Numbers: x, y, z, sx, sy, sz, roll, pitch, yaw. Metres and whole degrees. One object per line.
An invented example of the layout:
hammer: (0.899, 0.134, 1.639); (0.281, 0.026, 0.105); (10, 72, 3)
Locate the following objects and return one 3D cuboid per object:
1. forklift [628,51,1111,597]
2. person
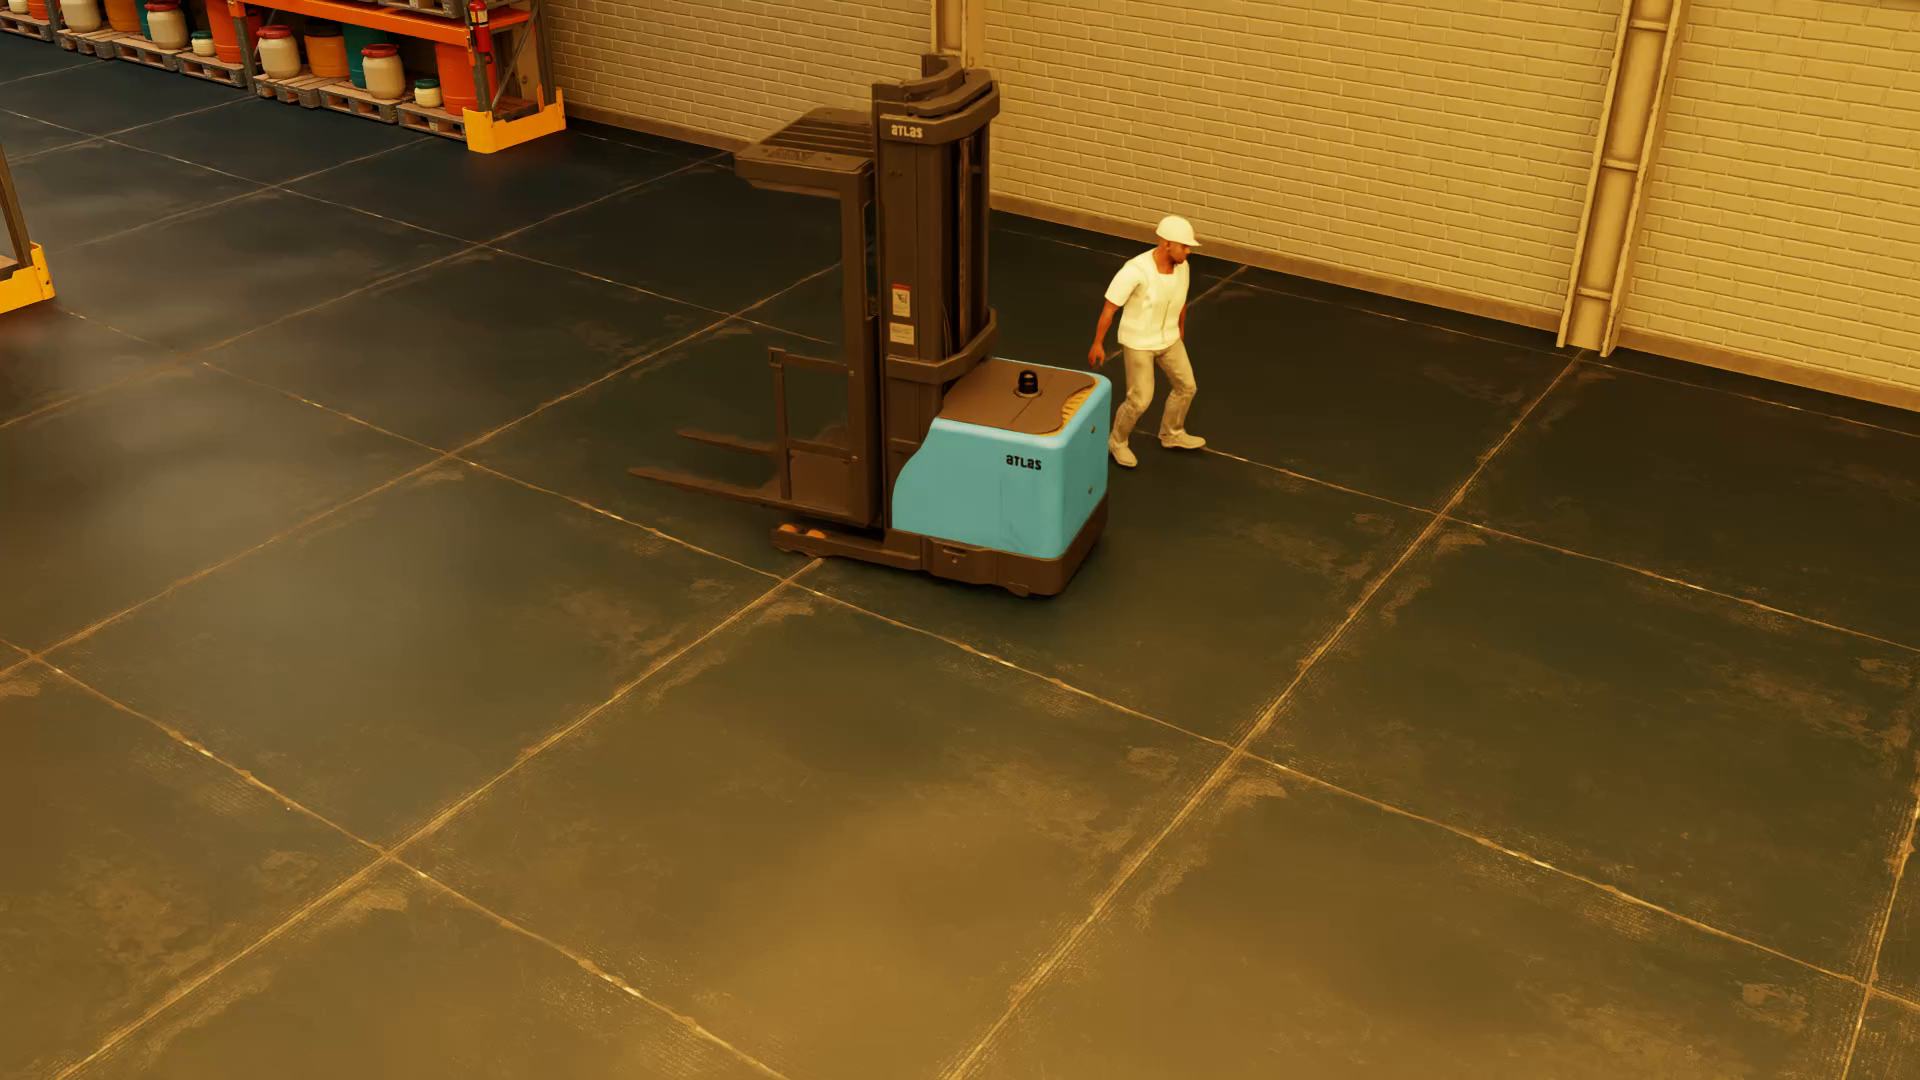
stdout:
forklift: (-0.637, -1.391, 9.977); (3.031, 2.935, 1.130); (11, 32, 19)
person: (1.270, -1.313, 10.993); (0.883, 1.727, 0.471); (-18, 35, -28)
